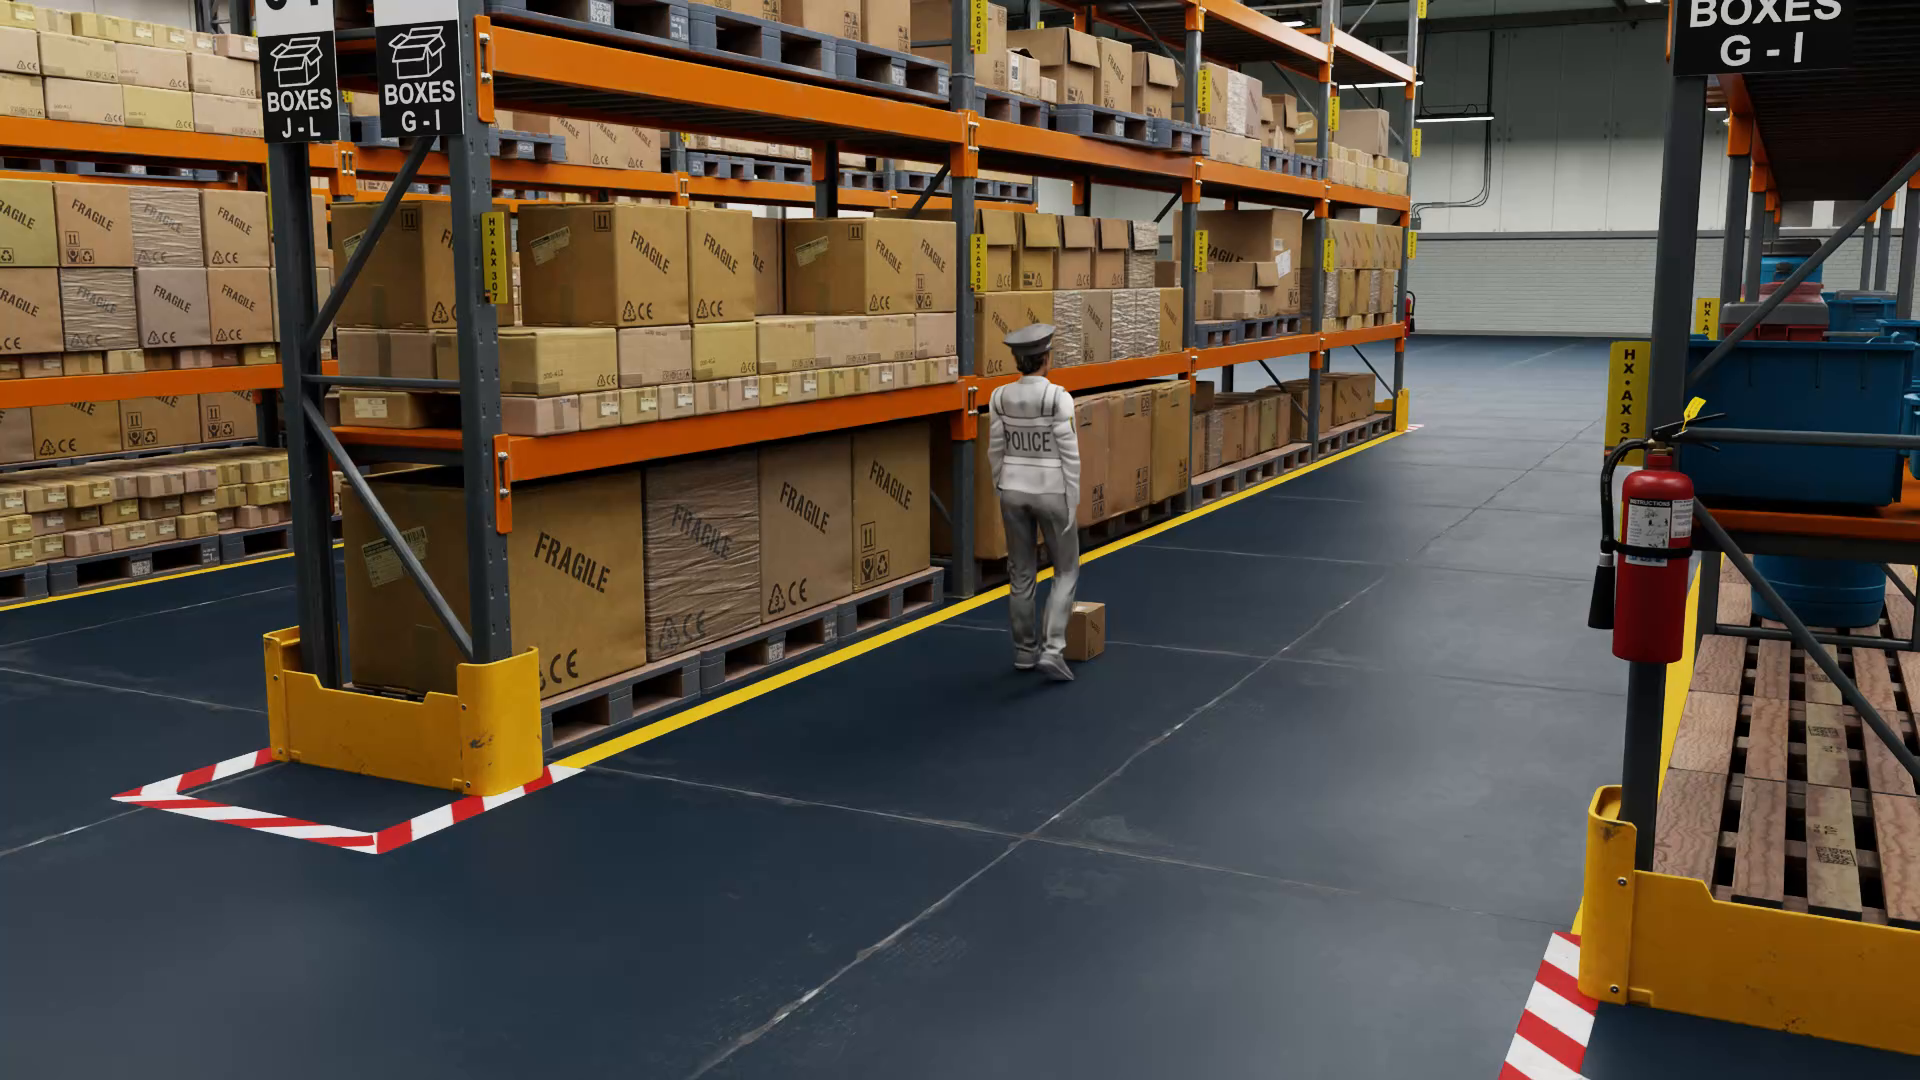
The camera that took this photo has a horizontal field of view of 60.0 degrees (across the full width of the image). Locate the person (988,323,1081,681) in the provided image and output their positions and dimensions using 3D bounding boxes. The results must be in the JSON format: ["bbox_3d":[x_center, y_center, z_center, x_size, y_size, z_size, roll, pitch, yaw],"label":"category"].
[{"bbox_3d":[0.376,-0.168,7.960,0.488,1.730,0.482,5,10,27],"label":"person"}]
